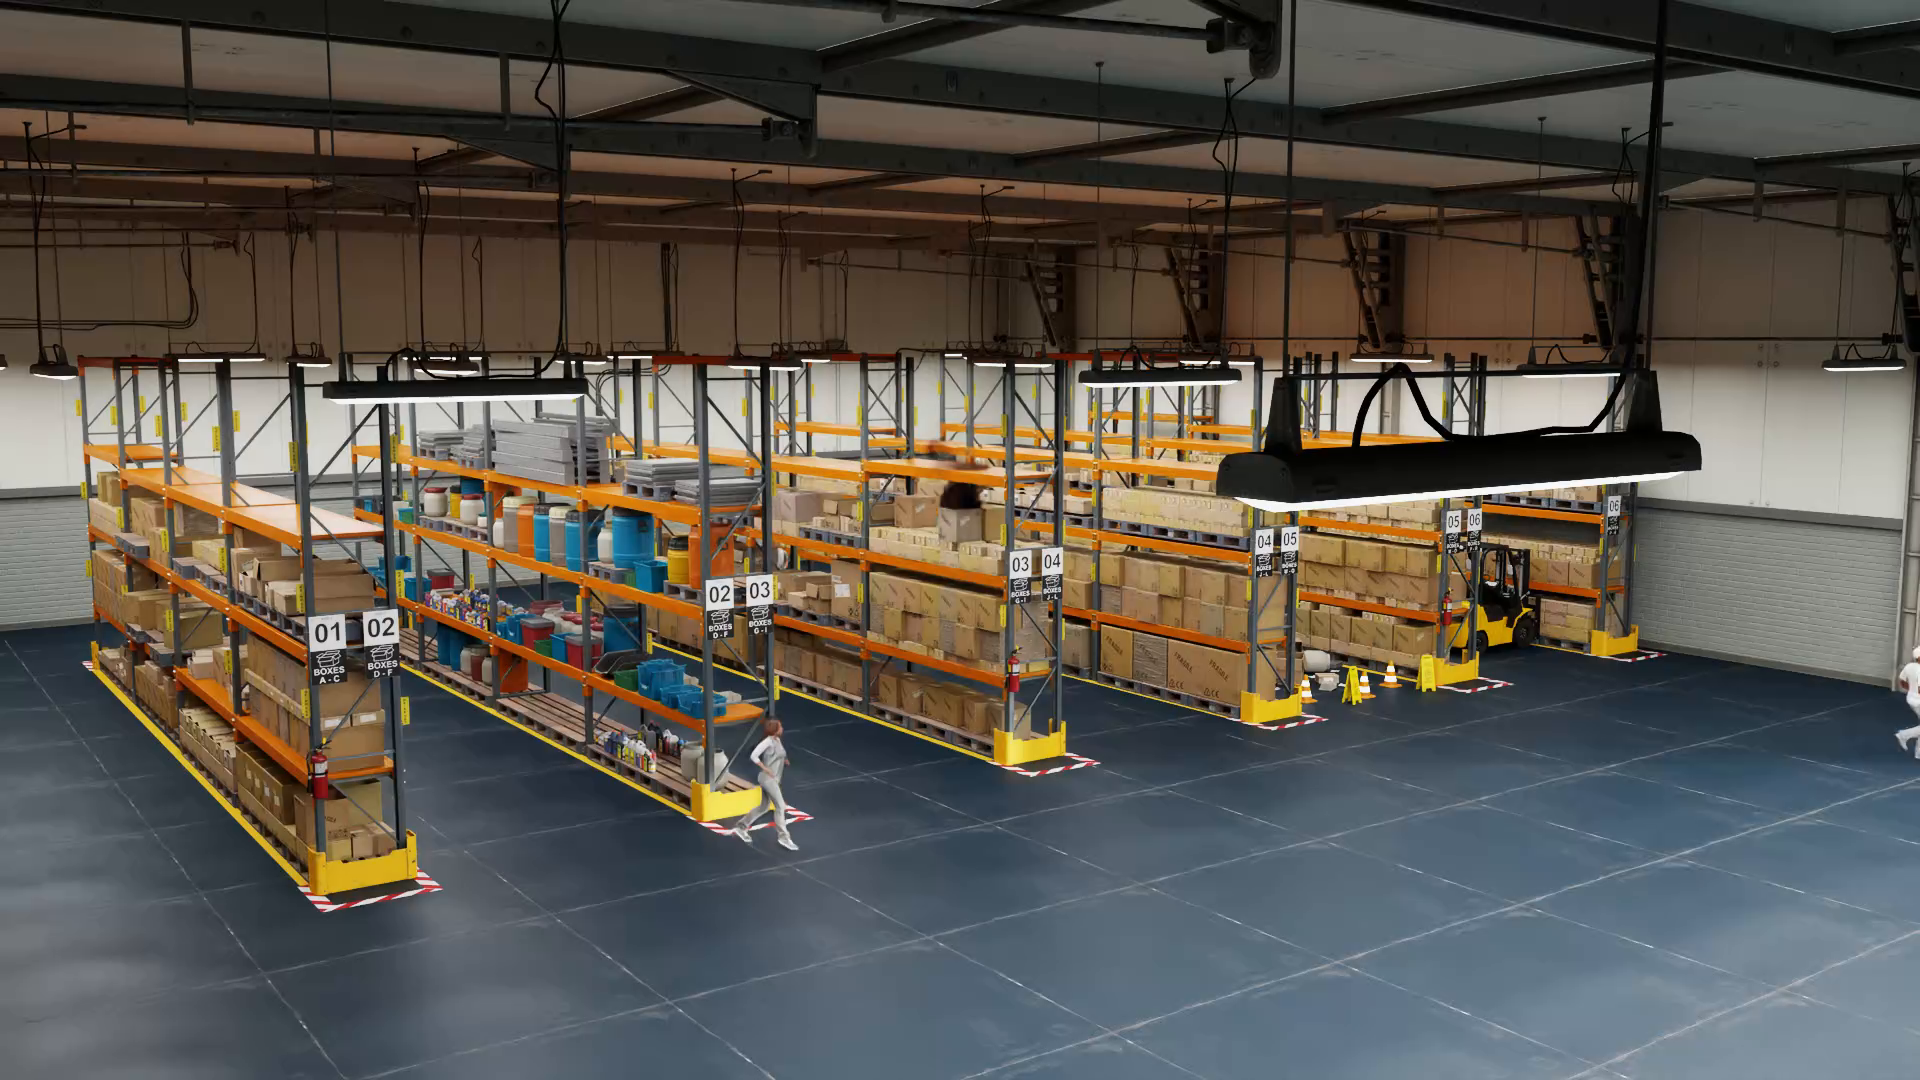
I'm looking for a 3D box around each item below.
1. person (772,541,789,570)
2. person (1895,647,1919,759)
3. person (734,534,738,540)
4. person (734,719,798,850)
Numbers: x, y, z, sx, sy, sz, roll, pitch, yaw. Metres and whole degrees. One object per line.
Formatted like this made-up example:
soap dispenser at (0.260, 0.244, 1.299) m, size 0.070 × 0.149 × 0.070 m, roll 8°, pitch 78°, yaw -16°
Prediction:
person at (-4.195, 0.821, 37.921) m, size 0.677 × 1.799 × 0.929 m, roll -4°, pitch 8°, yaw -29°
person at (14.404, 2.453, 25.023) m, size 0.661 × 1.726 × 0.701 m, roll 1°, pitch 7°, yaw 4°
person at (-5.685, 0.602, 40.487) m, size 0.875 × 1.655 × 0.577 m, roll 0°, pitch 7°, yaw 4°
person at (-2.411, 3.034, 20.847) m, size 0.824 × 1.602 × 0.547 m, roll 0°, pitch 7°, yaw 4°
